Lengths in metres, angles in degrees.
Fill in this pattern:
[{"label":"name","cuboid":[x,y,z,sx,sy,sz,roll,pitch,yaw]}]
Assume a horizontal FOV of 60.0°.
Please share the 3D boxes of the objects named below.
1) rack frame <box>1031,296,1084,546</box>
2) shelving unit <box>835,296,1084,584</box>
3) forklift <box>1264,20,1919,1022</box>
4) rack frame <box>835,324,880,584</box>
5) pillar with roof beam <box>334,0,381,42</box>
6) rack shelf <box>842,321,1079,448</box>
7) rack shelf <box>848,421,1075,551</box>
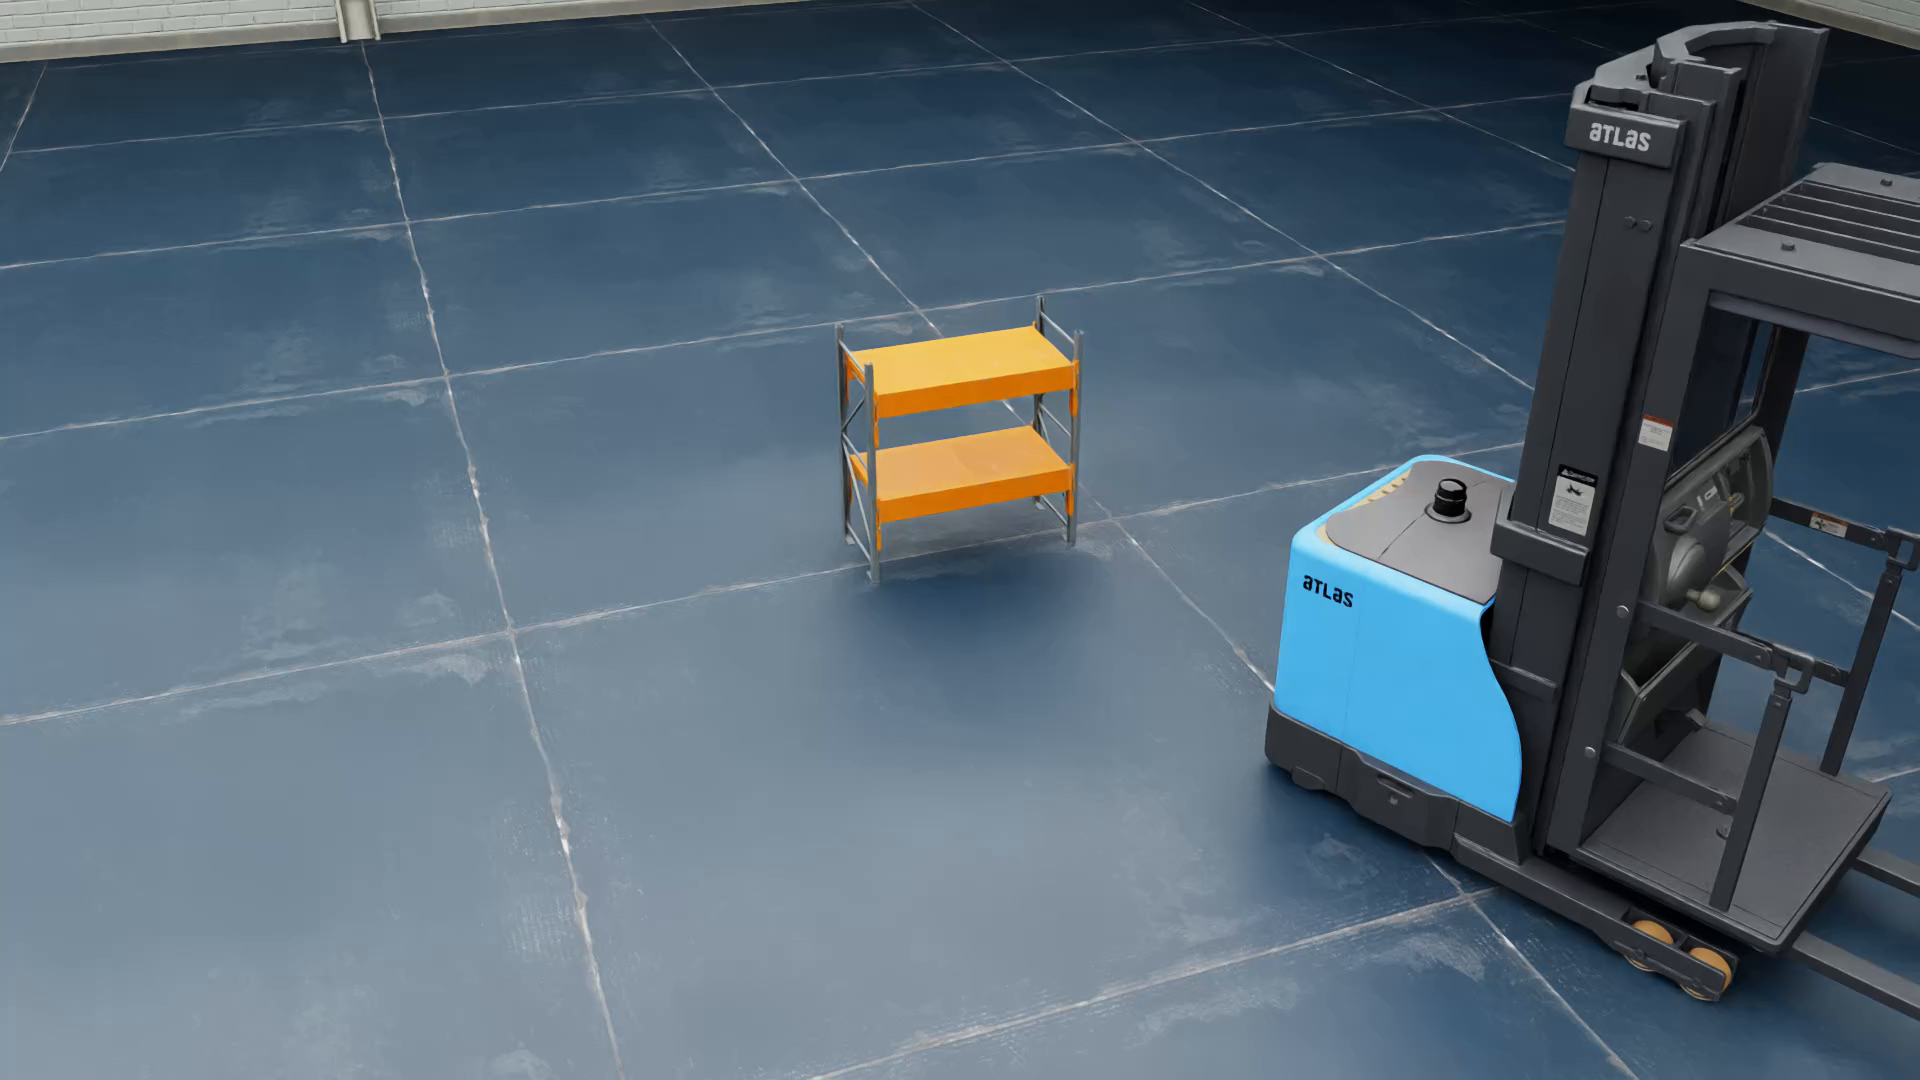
[{"label":"rack frame","cuboid":[0.470,-0.575,8.124,0.032,1.125,0.500,-10,31,-18]},{"label":"shelving unit","cuboid":[-0.006,-0.488,7.970,1.048,1.125,0.538,-10,31,-18]},{"label":"forklift","cuboid":[2.624,-0.032,5.345,3.031,2.935,1.130,25,38,37]},{"label":"rack frame","cuboid":[-0.483,-0.400,7.815,0.032,1.125,0.500,-10,31,-18]},{"label":"pillar with roof beam","cuboid":[-4.829,-7.216,11.825,0.400,9.000,9.100,-10,31,-18]},{"label":"rack shelf","cuboid":[-0.006,-0.742,7.825,1.000,0.278,0.538,-10,31,-18]},{"label":"rack shelf","cuboid":[-0.006,-0.275,8.091,1.000,0.278,0.538,-10,31,-18]}]
